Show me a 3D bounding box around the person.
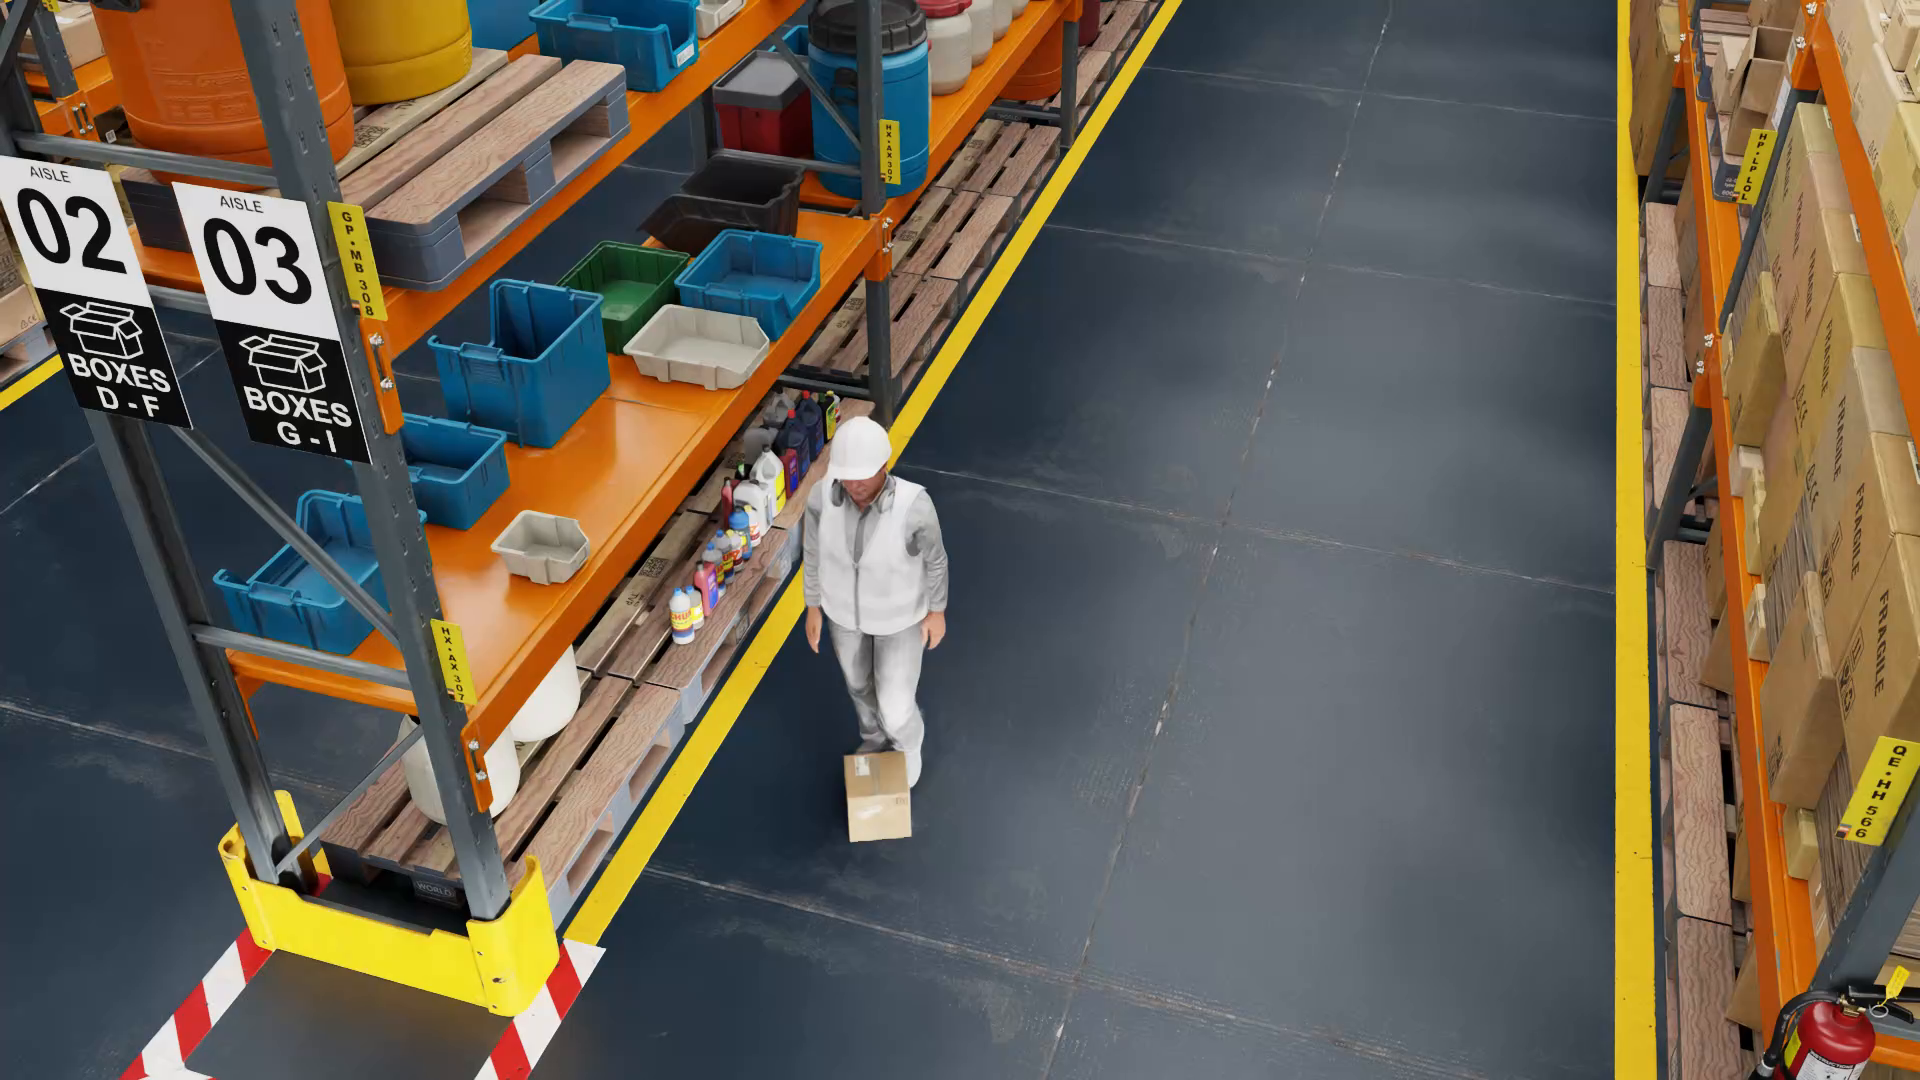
[{"bbox_3d":[-0.333,0.288,6.486,0.557,1.811,0.460,12,38,15],"label":"person"}]
